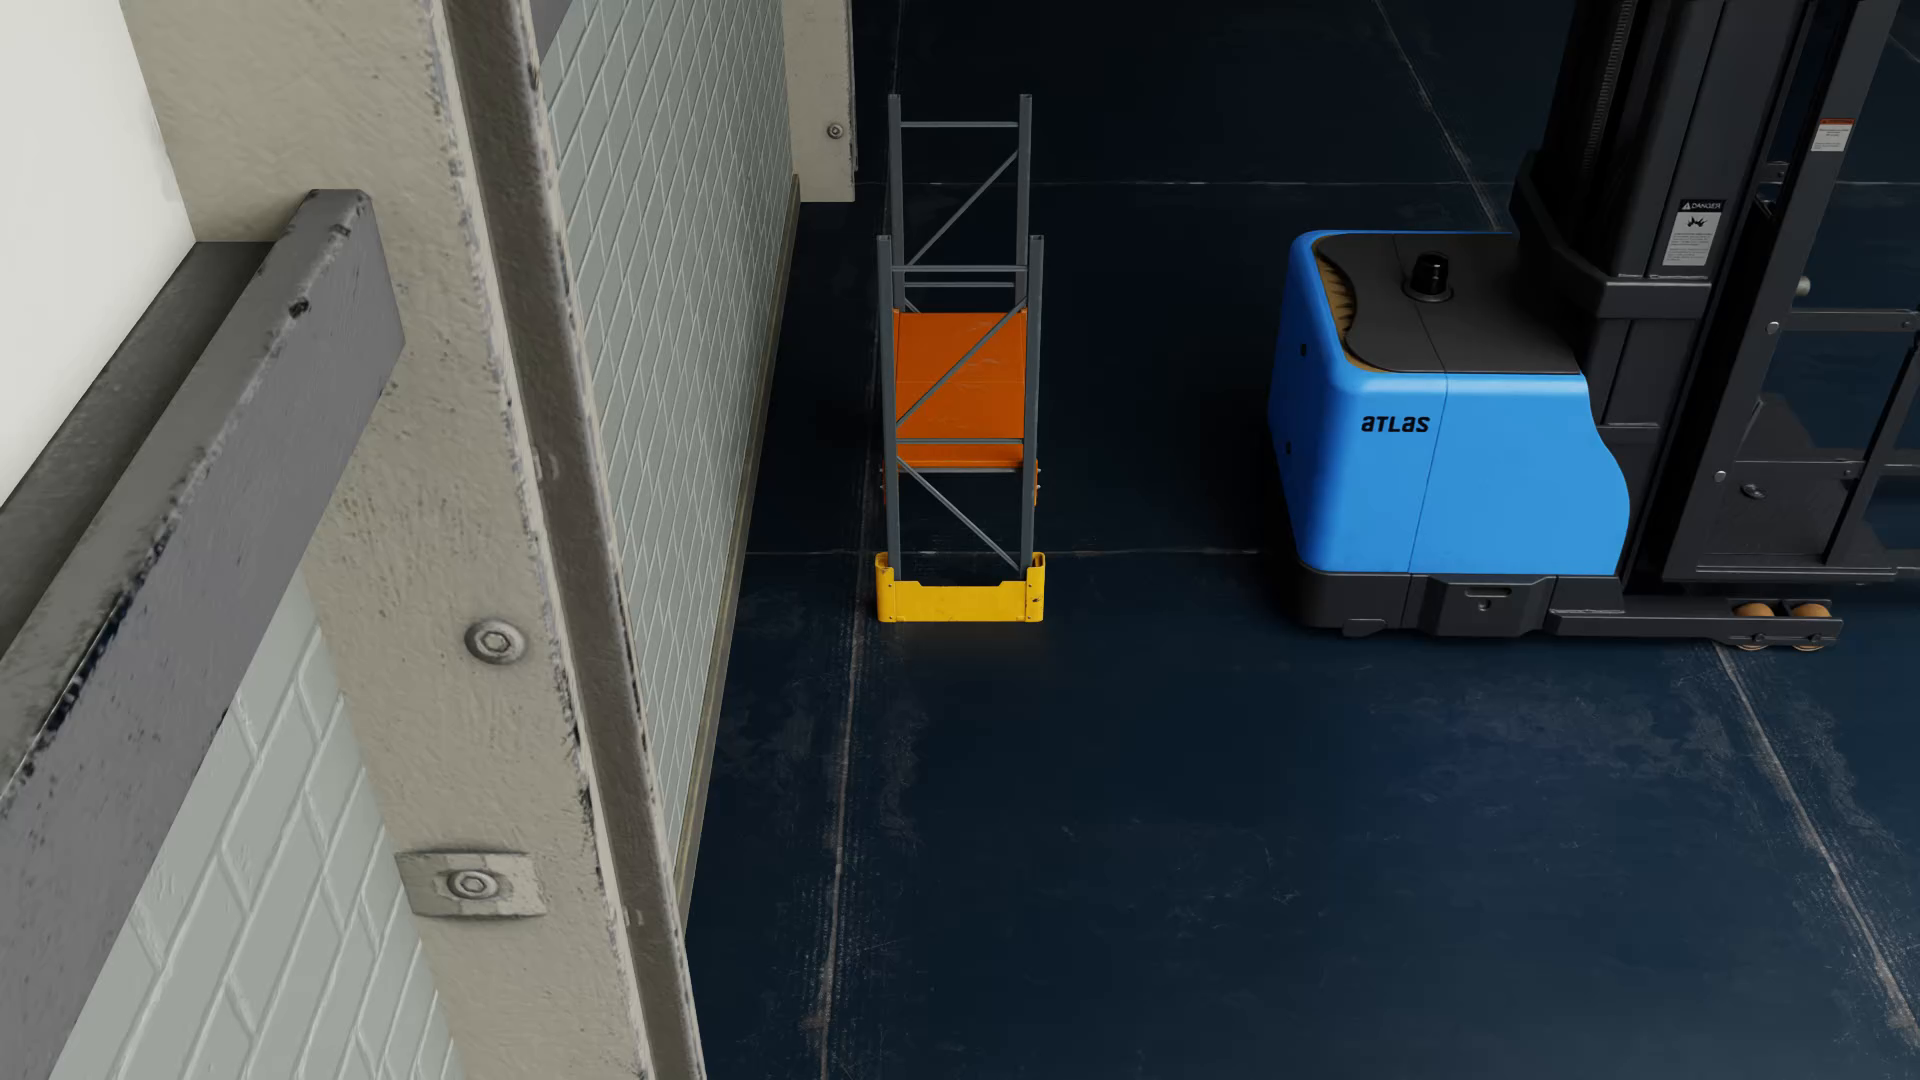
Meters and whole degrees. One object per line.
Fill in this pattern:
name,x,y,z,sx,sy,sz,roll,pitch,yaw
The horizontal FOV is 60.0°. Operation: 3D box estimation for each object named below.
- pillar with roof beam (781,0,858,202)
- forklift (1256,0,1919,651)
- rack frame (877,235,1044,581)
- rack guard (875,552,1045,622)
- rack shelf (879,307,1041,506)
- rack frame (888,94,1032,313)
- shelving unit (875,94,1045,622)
pillar with roof beam,3.619,-5.343,5.722,9.100,9.000,0.400,0,39,0
forklift,2.665,-1.097,5.275,3.031,2.935,1.130,1,39,1
rack frame,0.000,-0.321,5.451,0.500,1.500,0.032,0,39,0
rack guard,0.000,0.166,5.843,0.587,0.250,0.087,0,39,0
rack shelf,0.000,-0.498,5.960,0.538,0.185,1.000,0,39,0
rack frame,-0.001,-0.956,6.244,0.500,1.500,0.032,0,39,0
shelving unit,0.000,-0.633,5.840,0.587,1.500,1.083,0,39,0
